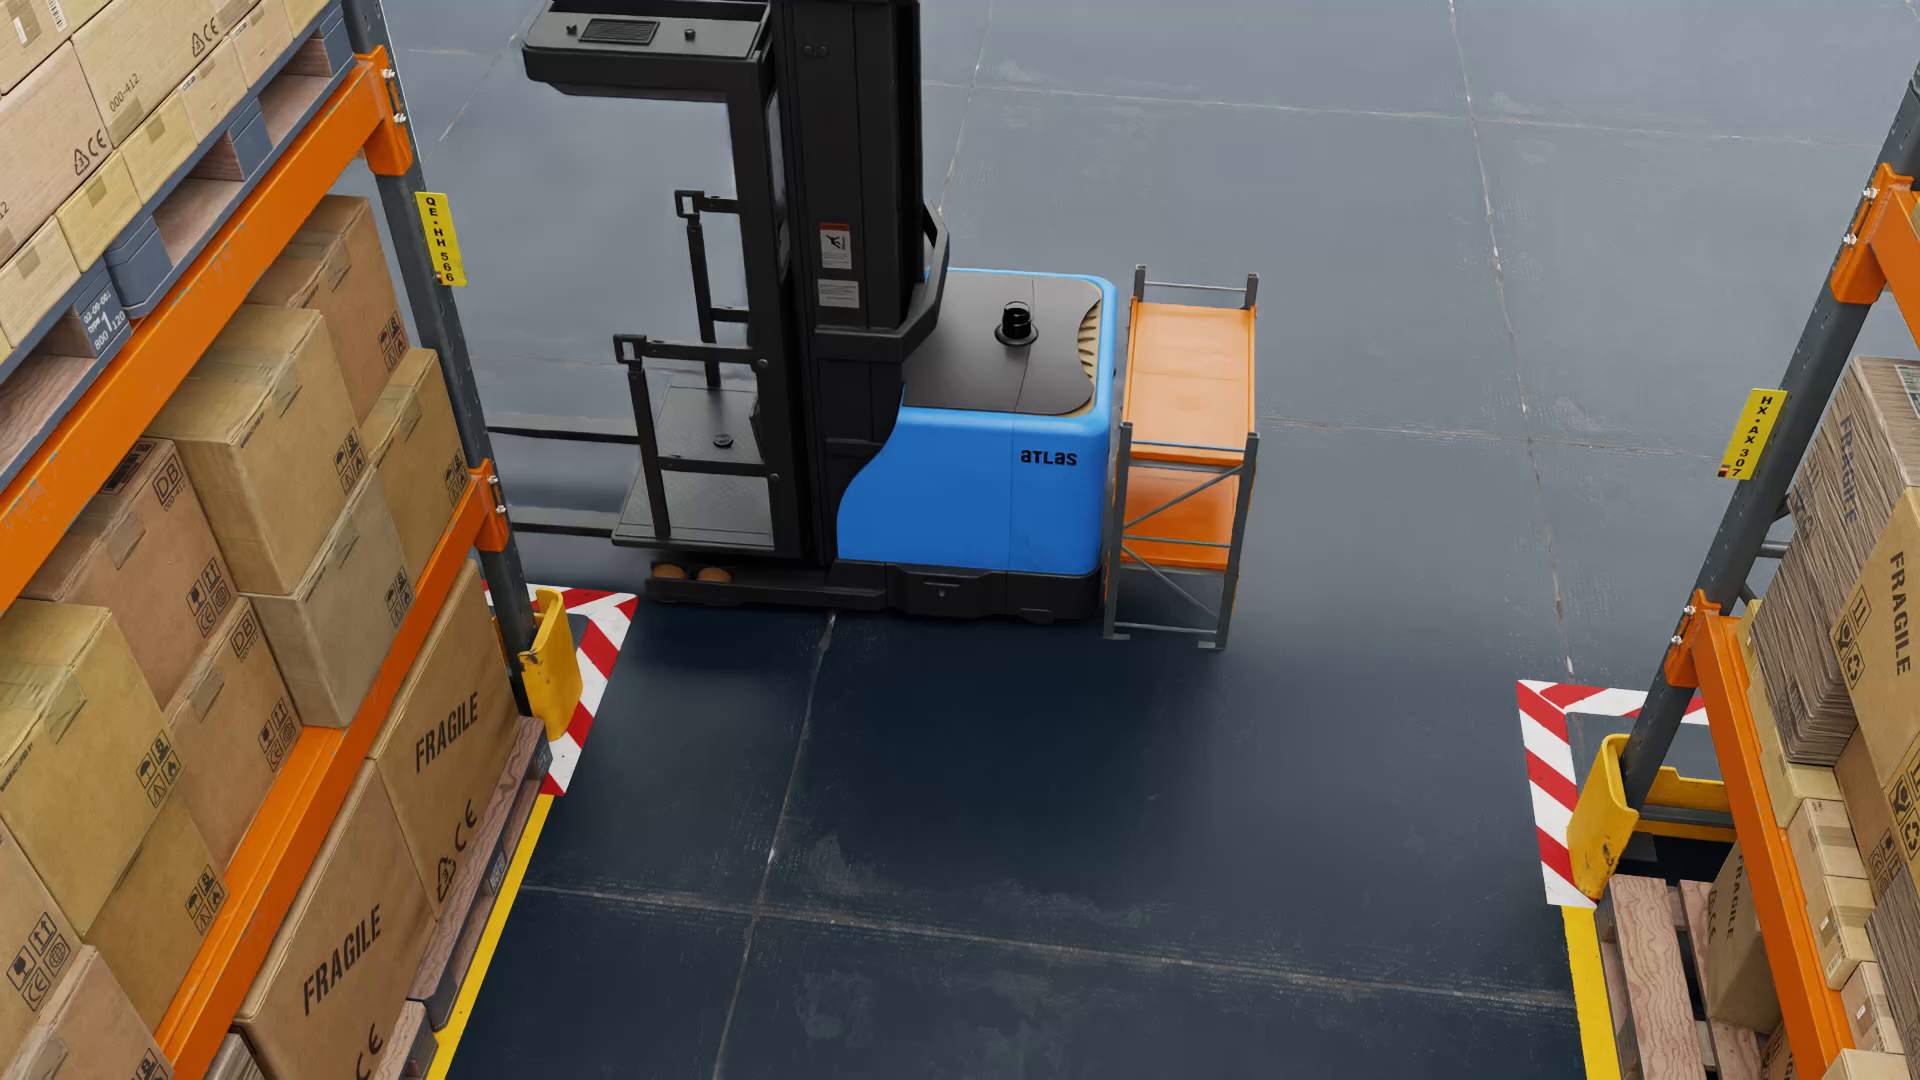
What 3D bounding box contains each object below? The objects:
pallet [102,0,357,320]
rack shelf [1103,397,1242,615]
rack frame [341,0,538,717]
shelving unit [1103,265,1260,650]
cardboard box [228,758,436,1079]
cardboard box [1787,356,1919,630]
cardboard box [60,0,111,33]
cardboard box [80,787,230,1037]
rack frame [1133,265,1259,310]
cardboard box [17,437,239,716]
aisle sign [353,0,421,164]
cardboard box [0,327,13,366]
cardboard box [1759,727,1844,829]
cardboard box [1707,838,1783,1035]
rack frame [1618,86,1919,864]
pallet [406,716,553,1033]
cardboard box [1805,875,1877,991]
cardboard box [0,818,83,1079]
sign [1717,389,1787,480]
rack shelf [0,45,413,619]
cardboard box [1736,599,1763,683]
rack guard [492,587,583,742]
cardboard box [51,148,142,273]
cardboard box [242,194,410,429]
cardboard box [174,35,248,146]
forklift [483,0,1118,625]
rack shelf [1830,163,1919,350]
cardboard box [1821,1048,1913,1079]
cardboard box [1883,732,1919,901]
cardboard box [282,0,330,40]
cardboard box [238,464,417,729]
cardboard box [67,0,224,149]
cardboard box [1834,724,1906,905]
[{"bbox_3d":[-2.187,-1.006,4.014,1.003,0.211,1.213,5,44,6],"label":"pallet"},{"bbox_3d":[0.900,-0.161,6.958,0.538,0.278,1.000,5,44,5],"label":"rack shelf"},{"bbox_3d":[-2.099,-0.456,5.550,1.000,3.000,0.127,5,44,6],"label":"rack frame"},{"bbox_3d":[0.901,-0.339,6.790,0.538,1.125,1.048,5,44,5],"label":"shelving unit"},{"bbox_3d":[-2.238,1.231,5.008,0.875,0.875,0.875,5,44,5],"label":"cardboard box"},{"bbox_3d":[2.461,-0.093,4.151,0.500,0.500,0.500,5,44,6],"label":"cardboard box"},{"bbox_3d":[-1.909,-1.150,3.326,0.380,0.149,0.250,6,44,6],"label":"cardboard box"},{"bbox_3d":[-2.382,0.859,4.052,0.875,0.550,0.500,5,44,6],"label":"cardboard box"},{"bbox_3d":[0.966,-0.686,7.156,0.500,1.125,0.032,5,44,5],"label":"rack frame"},{"bbox_3d":[-2.377,0.100,4.069,0.875,0.550,0.550,5,44,6],"label":"cardboard box"},{"bbox_3d":[-1.793,-1.421,4.678,0.394,0.787,0.004,5,44,6],"label":"aisle sign"},{"bbox_3d":[-2.010,-0.346,3.056,0.380,0.149,0.250,6,44,6],"label":"cardboard box"},{"bbox_3d":[2.430,0.665,4.548,0.380,0.149,0.250,5,44,6],"label":"cardboard box"},{"bbox_3d":[2.705,1.243,5.268,0.500,0.500,0.500,13,45,13],"label":"cardboard box"},{"bbox_3d":[2.804,0.064,5.001,1.000,3.000,0.127,5,44,6],"label":"rack frame"},{"bbox_3d":[-2.128,1.109,5.925,1.003,0.211,1.213,5,44,6],"label":"pallet"},{"bbox_3d":[2.377,1.007,4.187,0.380,0.149,0.250,5,44,6],"label":"cardboard box"},{"bbox_3d":[-2.380,0.835,3.293,0.875,0.550,0.550,5,44,6],"label":"cardboard box"},{"bbox_3d":[2.266,-0.300,4.755,0.100,0.325,0.005,5,44,6],"label":"sign"},{"bbox_3d":[-2.364,0.079,3.326,1.077,0.370,4.000,5,44,6],"label":"rack shelf"},{"bbox_3d":[2.530,0.328,4.905,0.380,0.149,0.250,5,44,6],"label":"cardboard box"},{"bbox_3d":[-2.096,0.436,6.426,1.175,0.500,0.348,5,44,6],"label":"rack guard"},{"bbox_3d":[-1.942,-0.691,3.421,0.380,0.149,0.250,5,44,5],"label":"cardboard box"},{"bbox_3d":[-2.187,-0.653,4.863,0.875,0.550,0.550,5,44,6],"label":"cardboard box"},{"bbox_3d":[-1.875,-1.038,3.788,0.380,0.149,0.250,6,44,6],"label":"cardboard box"},{"bbox_3d":[-0.890,-1.145,6.328,3.031,2.935,1.130,4,44,4],"label":"forklift"},{"bbox_3d":[2.539,0.599,2.777,1.077,0.370,4.000,5,44,6],"label":"rack shelf"},{"bbox_3d":[2.235,1.341,3.835,0.380,0.149,0.250,5,44,6],"label":"cardboard box"},{"bbox_3d":[2.323,0.588,3.431,0.500,0.500,0.500,5,44,6],"label":"cardboard box"},{"bbox_3d":[-1.807,-1.385,4.154,0.380,0.149,0.250,5,44,5],"label":"cardboard box"},{"bbox_3d":[-2.155,0.124,4.829,0.875,0.550,0.550,5,44,6],"label":"cardboard box"},{"bbox_3d":[-1.954,-1.087,3.550,0.500,0.250,0.500,5,44,6],"label":"cardboard box"},{"bbox_3d":[2.757,0.644,4.099,0.875,0.500,0.500,5,44,6],"label":"cardboard box"}]
